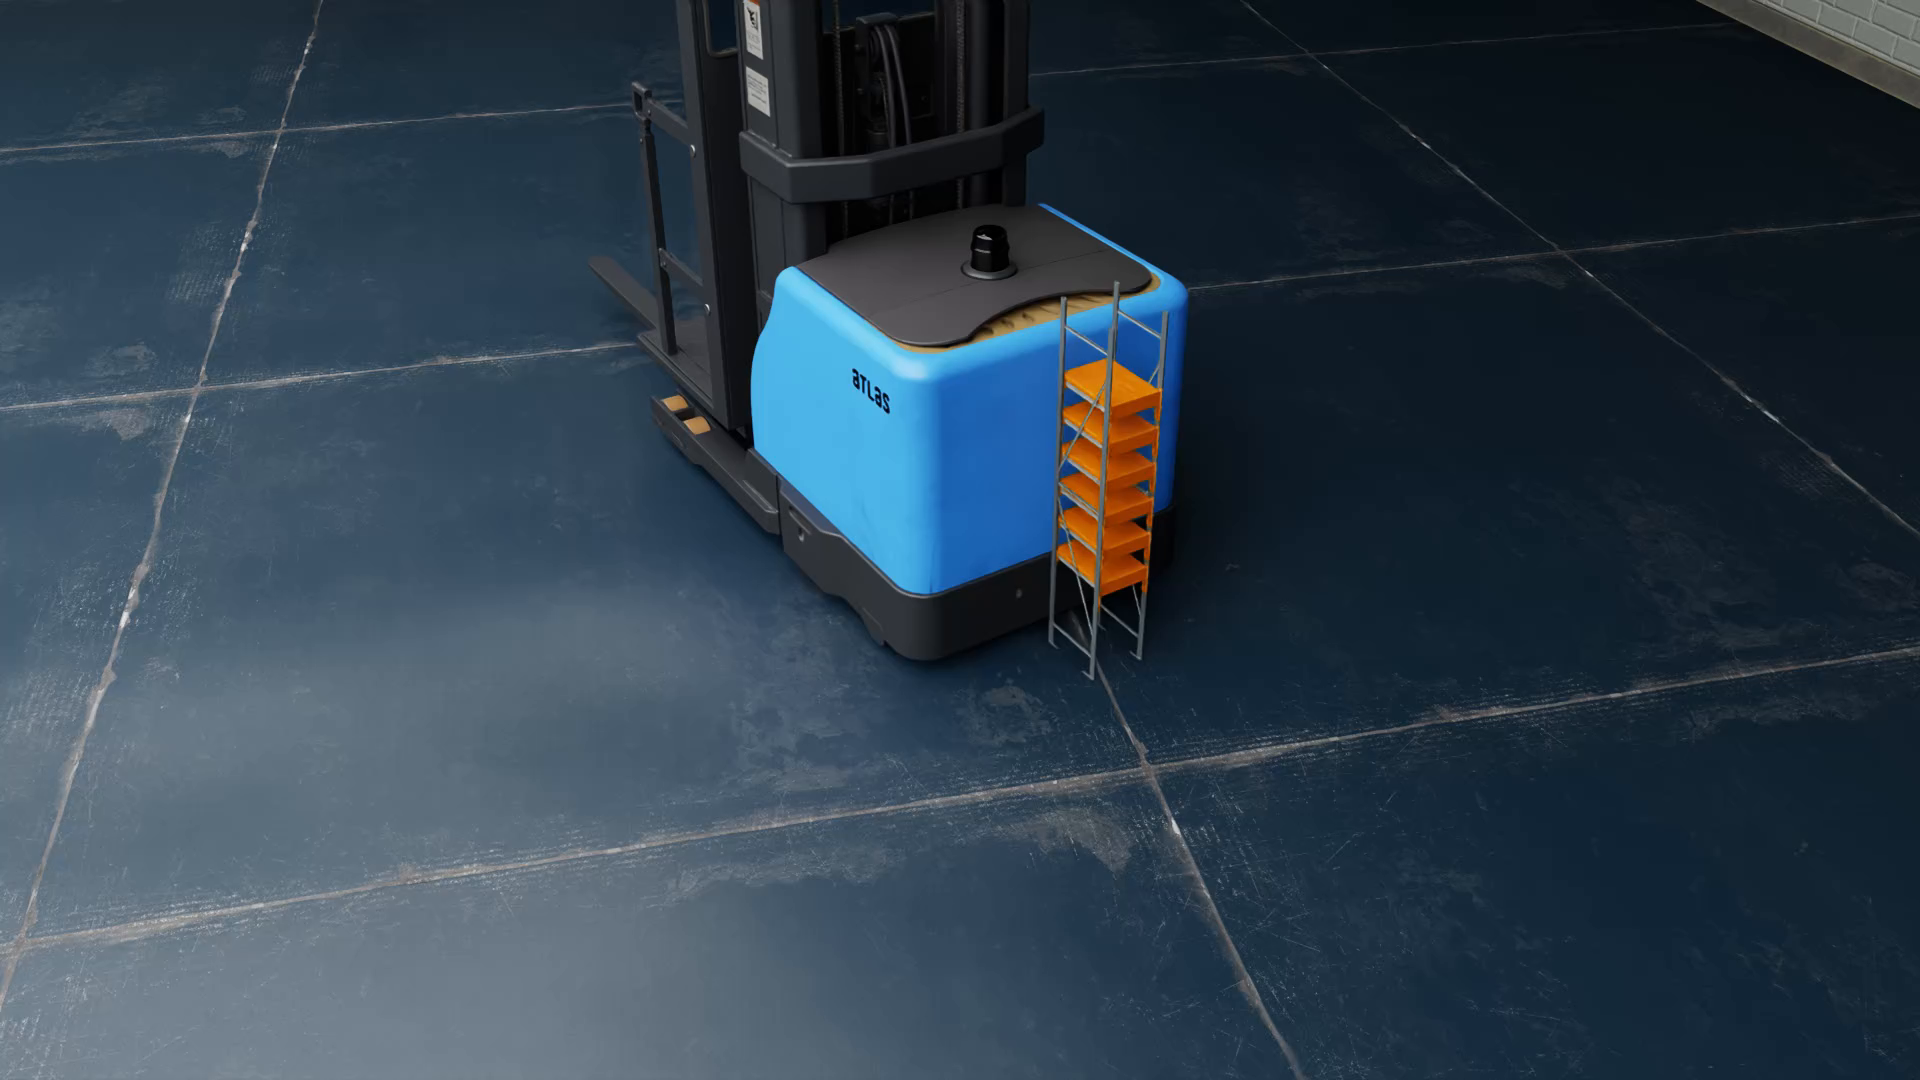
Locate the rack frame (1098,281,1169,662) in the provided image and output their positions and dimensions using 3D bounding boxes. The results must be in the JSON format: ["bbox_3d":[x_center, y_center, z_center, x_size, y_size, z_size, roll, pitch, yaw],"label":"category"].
[{"bbox_3d":[0.501,-0.176,4.934,0.006,1.200,0.240,-20,39,-26],"label":"rack frame"}]

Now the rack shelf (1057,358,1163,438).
[{"bbox_3d":[0.424,-0.410,4.718,0.180,0.103,0.258,-20,39,-26],"label":"rack shelf"}]

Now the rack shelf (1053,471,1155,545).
[{"bbox_3d":[0.424,-0.111,4.918,0.180,0.103,0.258,-20,39,-26],"label":"rack shelf"}]

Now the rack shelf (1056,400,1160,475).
[{"bbox_3d":[0.424,-0.310,4.785,0.180,0.103,0.258,-20,39,-26],"label":"rack shelf"}]

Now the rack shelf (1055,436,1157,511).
[{"bbox_3d":[0.424,-0.211,4.852,0.180,0.103,0.258,-20,39,-26],"label":"rack shelf"}]

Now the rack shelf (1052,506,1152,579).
[{"bbox_3d":[0.424,-0.012,4.985,0.180,0.103,0.258,-20,39,-26],"label":"rack shelf"}]

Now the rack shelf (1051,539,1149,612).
[{"bbox_3d":[0.424,0.088,5.052,0.180,0.103,0.258,-20,39,-26],"label":"rack shelf"}]

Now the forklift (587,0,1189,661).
[{"bbox_3d":[-0.510,-1.634,5.555,1.130,2.935,3.031,-20,39,-26],"label":"forklift"}]

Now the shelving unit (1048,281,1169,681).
[{"bbox_3d":[0.424,-0.148,4.894,0.189,1.200,0.258,-20,39,-26],"label":"shelving unit"}]

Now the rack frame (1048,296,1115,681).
[{"bbox_3d":[0.347,-0.121,4.853,0.006,1.200,0.240,-20,39,-26],"label":"rack frame"}]
